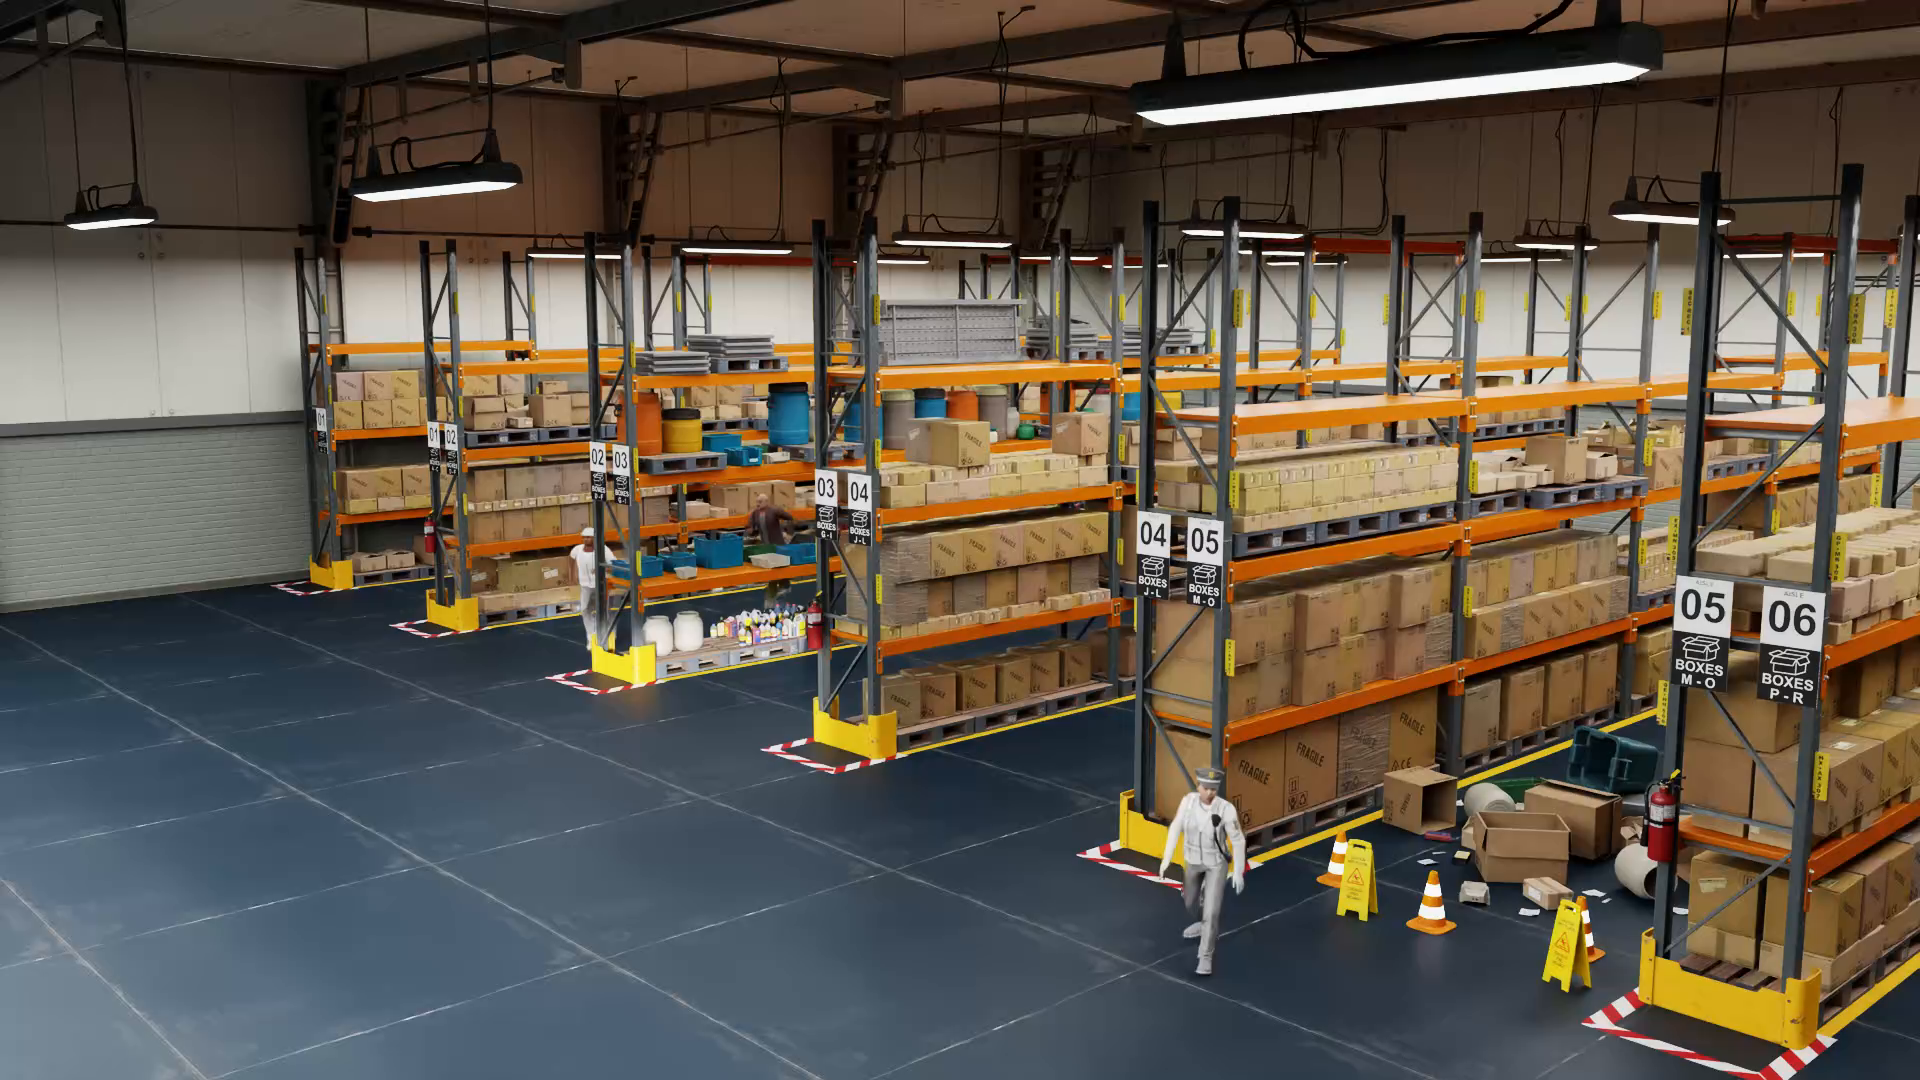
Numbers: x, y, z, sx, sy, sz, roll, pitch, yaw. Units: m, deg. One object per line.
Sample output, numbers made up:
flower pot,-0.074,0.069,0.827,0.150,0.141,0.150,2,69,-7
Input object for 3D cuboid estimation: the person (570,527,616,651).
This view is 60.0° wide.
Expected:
person,-5.442,0.706,24.637,0.805,1.825,0.722,1,8,9

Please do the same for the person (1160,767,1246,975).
person,1.937,2.492,12.967,0.661,1.605,0.833,4,9,24

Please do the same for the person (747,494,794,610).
person,-3.013,0.152,26.587,0.699,1.821,1.026,6,10,36
